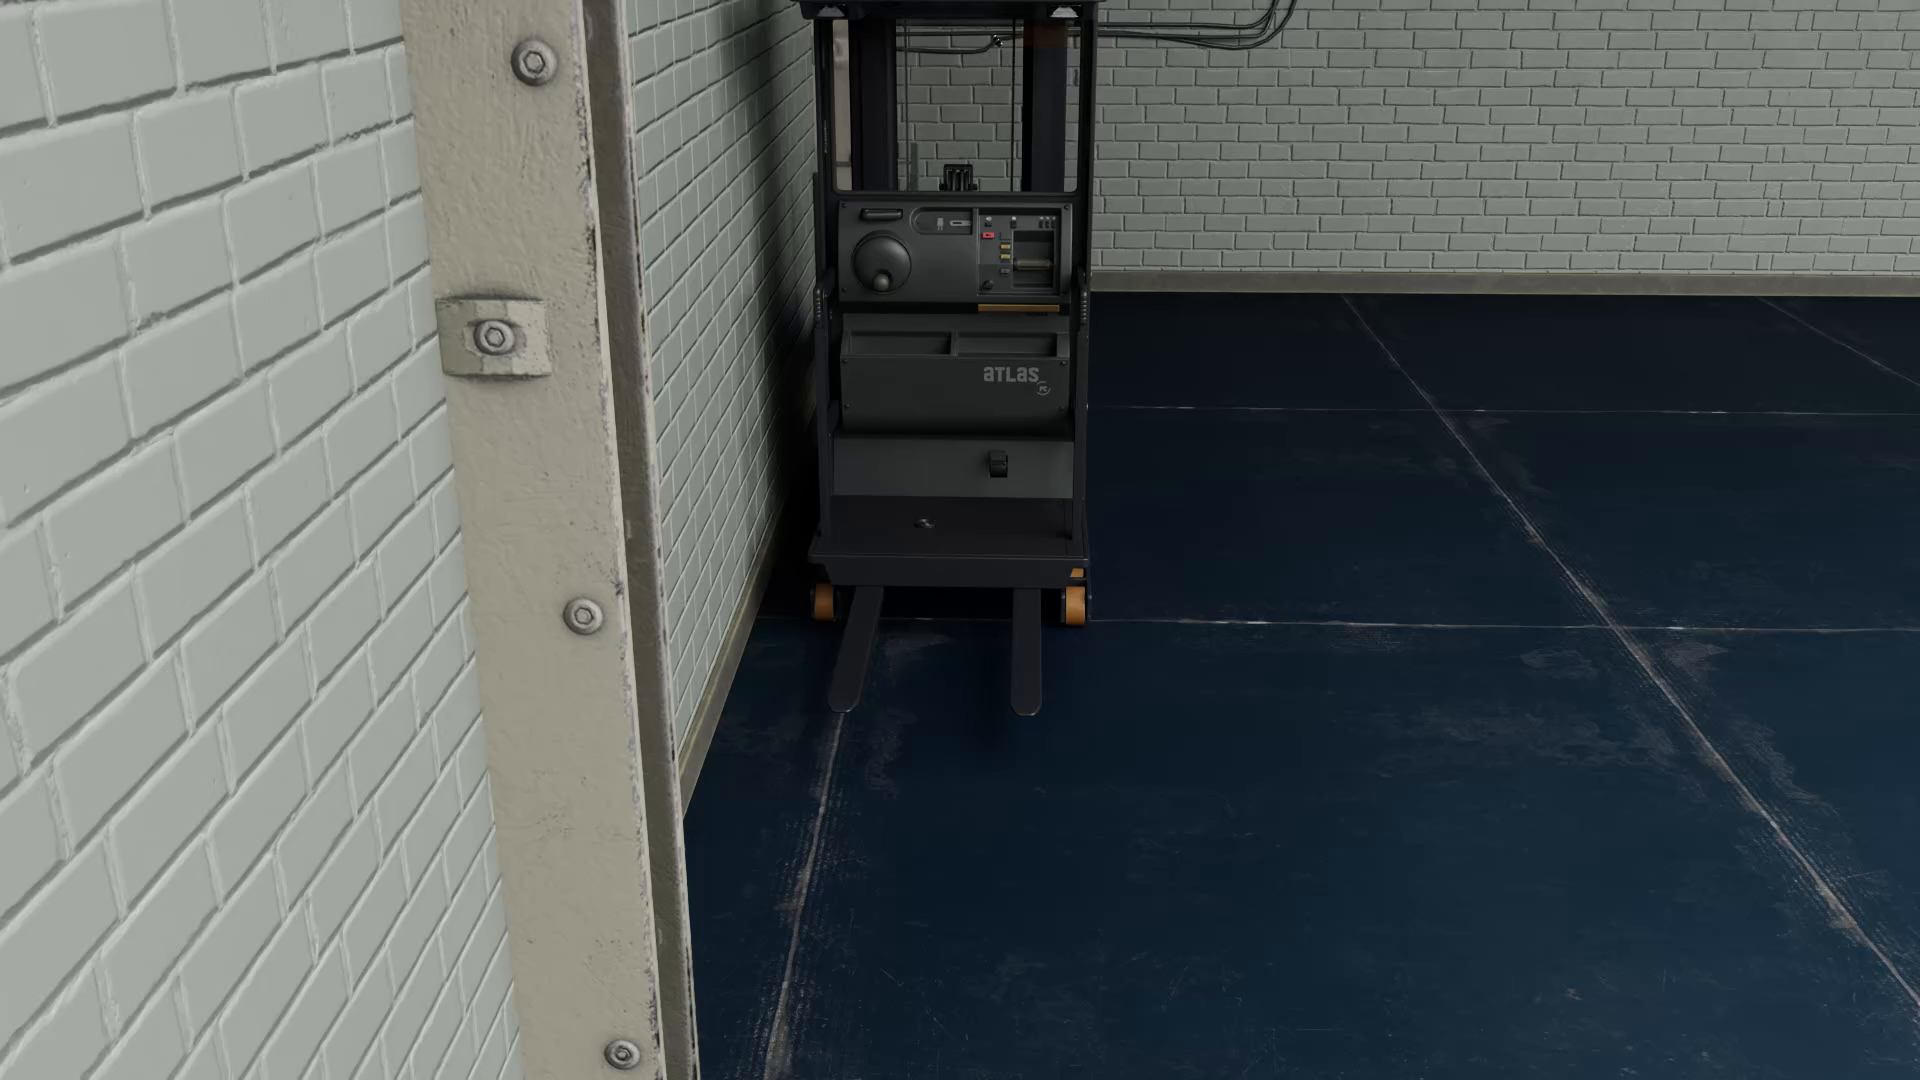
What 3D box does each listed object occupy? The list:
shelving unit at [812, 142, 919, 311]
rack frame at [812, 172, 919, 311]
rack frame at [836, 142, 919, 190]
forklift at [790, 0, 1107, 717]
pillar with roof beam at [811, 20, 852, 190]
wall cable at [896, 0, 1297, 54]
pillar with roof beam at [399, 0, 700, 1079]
[{"bbox_3d":[-0.454,-1.212,8.566,0.538,1.500,1.048,-1,21,-1],"label":"shelving unit"},{"bbox_3d":[-0.442,-1.029,8.092,0.500,1.500,0.032,-1,21,-1],"label":"rack frame"},{"bbox_3d":[-0.467,-1.395,9.040,0.500,1.500,0.032,-1,21,-1],"label":"rack frame"},{"bbox_3d":[-0.026,-1.139,6.412,1.130,2.935,3.031,1,21,2],"label":"forklift"},{"bbox_3d":[3.685,-4.921,7.771,9.100,9.000,0.400,1,21,2],"label":"pillar with roof beam"},{"bbox_3d":[0.793,-4.571,11.162,3.097,2.526,0.112,1,21,2],"label":"wall cable"},{"bbox_3d":[3.502,-2.751,2.180,9.100,9.000,0.400,1,21,2],"label":"pillar with roof beam"}]
